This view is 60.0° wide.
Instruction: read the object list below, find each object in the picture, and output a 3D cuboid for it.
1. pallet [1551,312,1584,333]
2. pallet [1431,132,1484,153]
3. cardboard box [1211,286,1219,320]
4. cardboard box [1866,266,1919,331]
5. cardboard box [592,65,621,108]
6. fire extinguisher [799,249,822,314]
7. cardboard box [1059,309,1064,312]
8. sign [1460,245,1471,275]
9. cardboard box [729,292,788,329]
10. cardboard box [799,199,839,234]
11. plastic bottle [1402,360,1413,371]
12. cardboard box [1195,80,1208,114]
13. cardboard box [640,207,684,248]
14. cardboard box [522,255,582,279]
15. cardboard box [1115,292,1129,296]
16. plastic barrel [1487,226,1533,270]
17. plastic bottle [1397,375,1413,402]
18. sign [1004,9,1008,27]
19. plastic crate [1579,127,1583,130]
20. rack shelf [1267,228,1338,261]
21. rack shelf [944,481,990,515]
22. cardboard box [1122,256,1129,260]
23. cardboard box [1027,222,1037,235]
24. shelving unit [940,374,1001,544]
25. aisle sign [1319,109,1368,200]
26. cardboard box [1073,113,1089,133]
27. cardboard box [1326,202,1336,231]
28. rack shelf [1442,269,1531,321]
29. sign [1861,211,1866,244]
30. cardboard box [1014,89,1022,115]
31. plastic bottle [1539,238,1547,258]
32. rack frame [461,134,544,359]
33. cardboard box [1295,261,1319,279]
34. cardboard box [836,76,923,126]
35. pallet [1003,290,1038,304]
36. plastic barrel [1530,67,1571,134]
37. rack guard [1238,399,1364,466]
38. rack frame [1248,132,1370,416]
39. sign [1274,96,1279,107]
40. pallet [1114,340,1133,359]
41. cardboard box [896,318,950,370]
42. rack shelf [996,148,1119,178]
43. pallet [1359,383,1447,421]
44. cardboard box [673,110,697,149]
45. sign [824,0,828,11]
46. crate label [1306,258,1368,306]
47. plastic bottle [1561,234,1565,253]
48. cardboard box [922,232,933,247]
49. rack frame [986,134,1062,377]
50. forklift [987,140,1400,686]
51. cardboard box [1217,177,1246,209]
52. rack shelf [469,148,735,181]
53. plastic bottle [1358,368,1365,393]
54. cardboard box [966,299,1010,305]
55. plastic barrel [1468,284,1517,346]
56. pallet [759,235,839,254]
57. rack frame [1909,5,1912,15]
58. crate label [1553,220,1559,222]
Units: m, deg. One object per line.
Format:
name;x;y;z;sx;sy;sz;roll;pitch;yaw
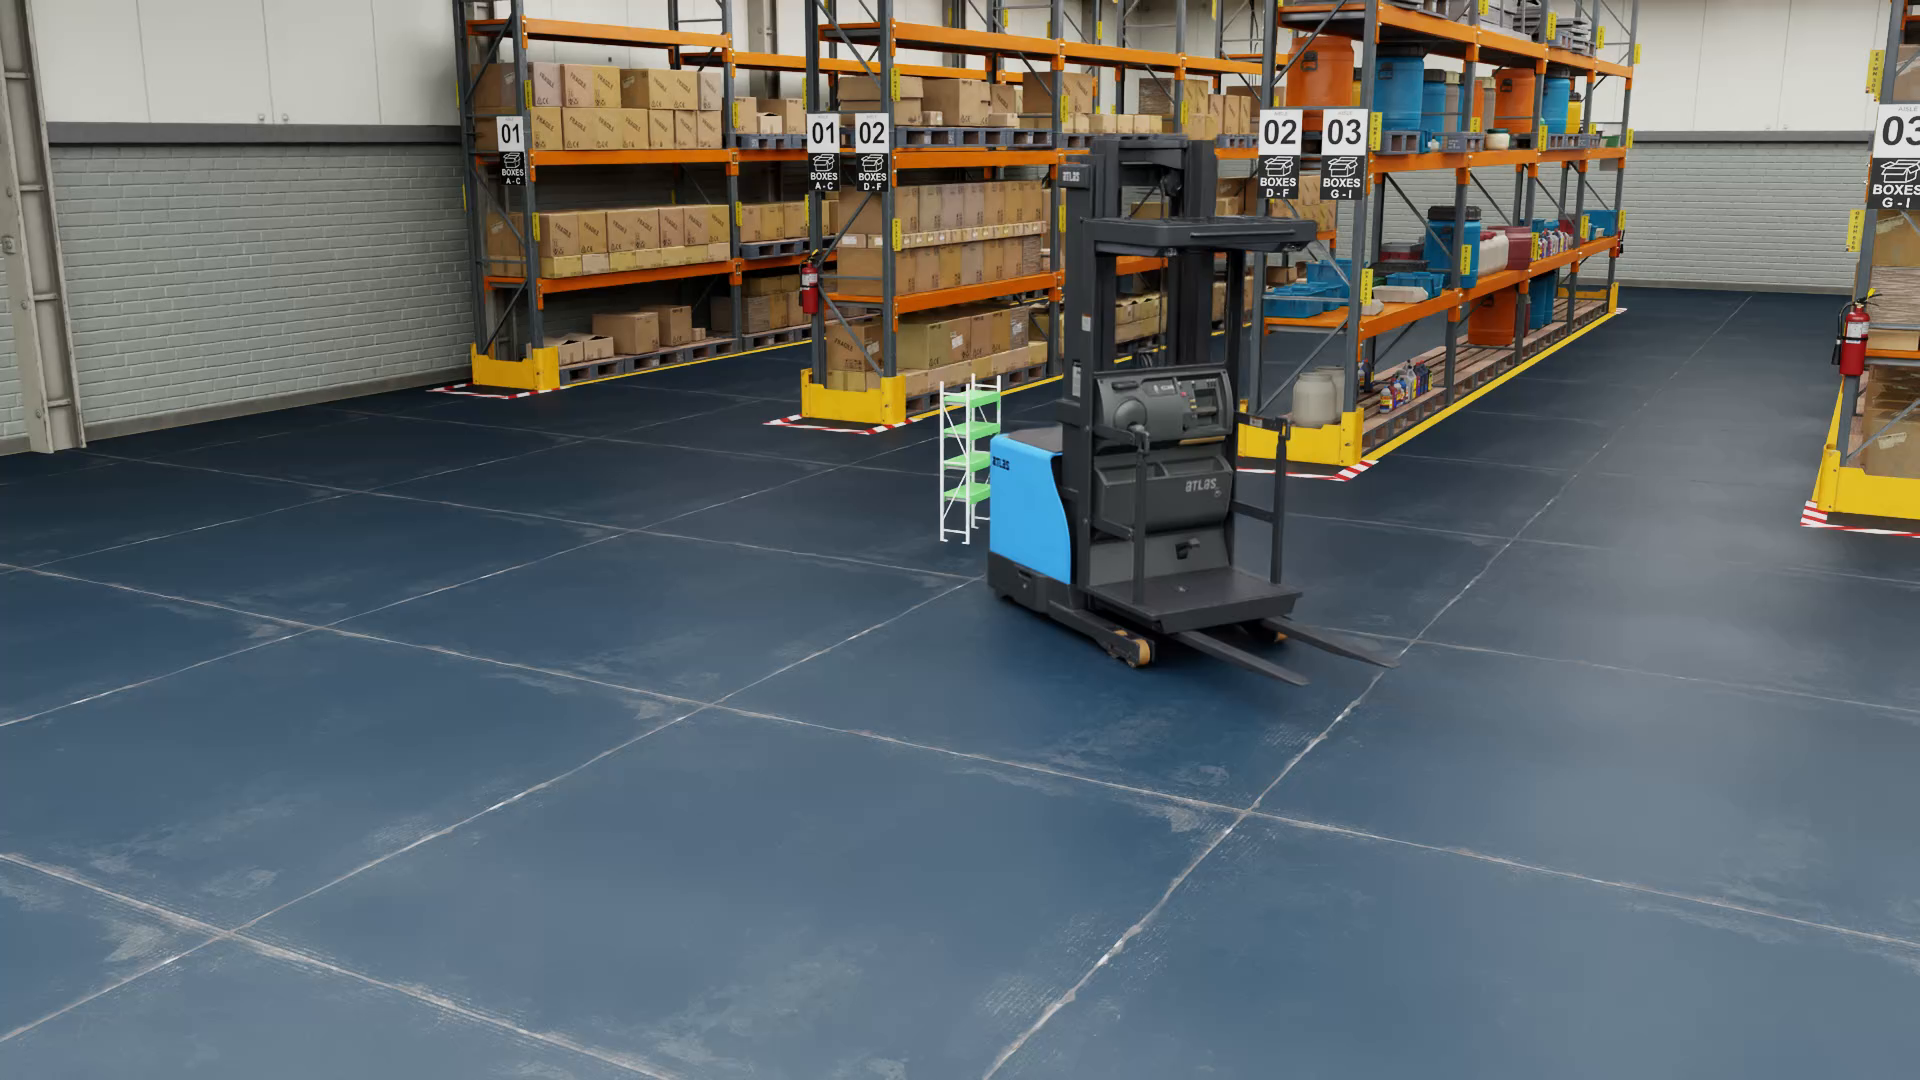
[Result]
pallet;9.316;-3.476;26.503;1.003;0.211;1.213;7;15;28
pallet;4.864;-4.243;17.735;1.213;0.211;1.003;7;15;28
cardboard box;3.692;-3.688;25.827;0.500;0.500;0.500;7;15;27
cardboard box;7.819;-1.957;13.401;0.875;0.500;0.500;7;15;28
cardboard box;-4.556;-5.595;20.552;0.500;0.500;0.500;8;16;30
fire extinguisher;-1.605;-2.768;17.778;0.296;0.674;0.183;7;15;28
cardboard box;1.457;-2.896;21.921;0.500;0.311;0.500;7;15;27
sign;5.603;-3.105;18.424;0.100;0.325;0.005;7;15;28
cardboard box;-2.998;-3.421;24.719;0.700;0.500;0.500;7;15;27
cardboard box;-2.077;-5.026;25.828;0.700;0.500;0.500;6;15;23
plastic bottle;4.942;-1.813;18.368;0.144;0.351;0.185;7;15;28
cardboard box;3.436;-6.709;25.215;0.500;0.500;0.500;7;15;28
cardboard box;-3.992;-4.122;21.909;0.500;0.500;0.500;7;15;26
cardboard box;-4.965;-3.338;20.258;0.500;0.250;0.500;7;15;26
cardboard box;2.216;-3.484;24.359;0.500;0.311;0.500;8;16;30
plastic barrel;7.102;-3.793;21.575;0.600;0.536;0.708;7;15;28
plastic bottle;4.737;-1.622;17.734;0.152;0.276;0.135;8;16;29
sign;0.803;-9.149;29.122;0.100;0.325;0.005;7;15;28
plastic crate;9.949;-6.643;27.421;0.504;0.338;0.767;7;15;28
rack shelf;5.627;-5.299;29.650;1.077;0.370;4.000;7;15;28
rack shelf;0.080;-0.322;12.605;0.258;0.148;0.480;7;15;28
cardboard box;2.159;-4.028;23.377;0.380;0.149;0.250;9;16;32
cardboard box;0.728;-3.831;20.426;0.380;0.149;0.250;7;15;27
shelving unit;0.080;-0.617;12.534;0.258;1.200;0.503;7;15;28
aisle sign;3.415;-3.431;14.817;0.394;0.787;0.004;7;15;28
cardboard box;1.362;-5.425;21.661;0.500;0.250;0.500;6;15;23
cardboard box;6.616;-5.985;30.747;0.500;0.500;0.500;8;16;30
rack shelf;6.094;-3.096;20.511;1.077;0.370;4.000;7;15;28
sign;8.975;-3.099;16.519;0.100;0.325;0.005;7;15;28
cardboard box;0.912;-7.916;30.181;0.500;0.500;0.500;7;15;28
plastic bottle;8.223;-4.133;23.540;0.152;0.276;0.135;7;15;28
rack frame;-5.479;-3.337;19.976;1.000;3.000;0.127;7;15;28
cardboard box;6.547;-4.919;30.931;0.500;0.500;0.500;7;15;28
cardboard box;-0.859;-4.675;17.709;0.797;0.503;0.637;9;16;32
pallet;0.758;-4.591;31.126;1.003;0.211;1.213;7;15;28
plastic barrel;8.303;-6.215;23.549;0.600;0.901;0.708;7;15;28
rack guard;3.189;-1.021;15.700;1.175;0.500;0.348;7;15;28
rack frame;3.193;-2.215;15.320;1.000;3.000;0.127;7;15;28
sign;5.148;-7.078;27.147;0.100;0.325;0.005;7;15;28
pallet;1.704;-2.649;23.070;1.003;0.211;1.213;7;15;28
cardboard box;-0.447;-2.196;18.615;0.500;0.500;0.500;7;15;28
rack shelf;1.760;-5.116;22.490;1.077;0.370;4.000;7;15;28
pallet;4.766;-1.547;18.499;1.003;0.211;1.213;7;15;28
cardboard box;-3.829;-5.441;22.044;0.500;0.500;0.500;6;15;23
sign;-2.099;-8.488;26.211;0.100;0.325;0.005;7;15;28
crate label;3.846;-2.640;17.010;0.502;0.435;0.616;7;15;28
plastic bottle;8.910;-4.424;24.749;0.152;0.276;0.135;7;15;28
cardboard box;-0.516;-3.302;18.234;0.380;0.149;0.250;7;15;28
rack frame;0.793;-3.597;21.056;1.000;3.000;0.127;7;15;28
forklift;1.322;-0.816;9.666;1.130;2.935;3.031;-7;15;-27
cardboard box;4.678;-5.907;28.287;0.500;0.500;0.500;7;15;28
rack shelf;-4.512;-4.856;21.411;1.077;0.370;4.000;7;15;28
plastic bottle;4.409;-1.761;18.321;0.097;0.271;0.097;0;14;0
cardboard box;0.295;-2.770;20.993;0.500;0.500;0.500;7;15;28
plastic barrel;7.282;-3.108;22.758;0.600;0.830;0.708;7;15;28
pallet;-2.533;-4.475;25.103;1.003;0.211;1.213;7;15;28
rack frame;13.330;-7.032;22.502;1.000;3.000;0.127;7;15;28
crate label;10.521;-5.432;28.894;0.416;0.233;0.303;7;15;28
